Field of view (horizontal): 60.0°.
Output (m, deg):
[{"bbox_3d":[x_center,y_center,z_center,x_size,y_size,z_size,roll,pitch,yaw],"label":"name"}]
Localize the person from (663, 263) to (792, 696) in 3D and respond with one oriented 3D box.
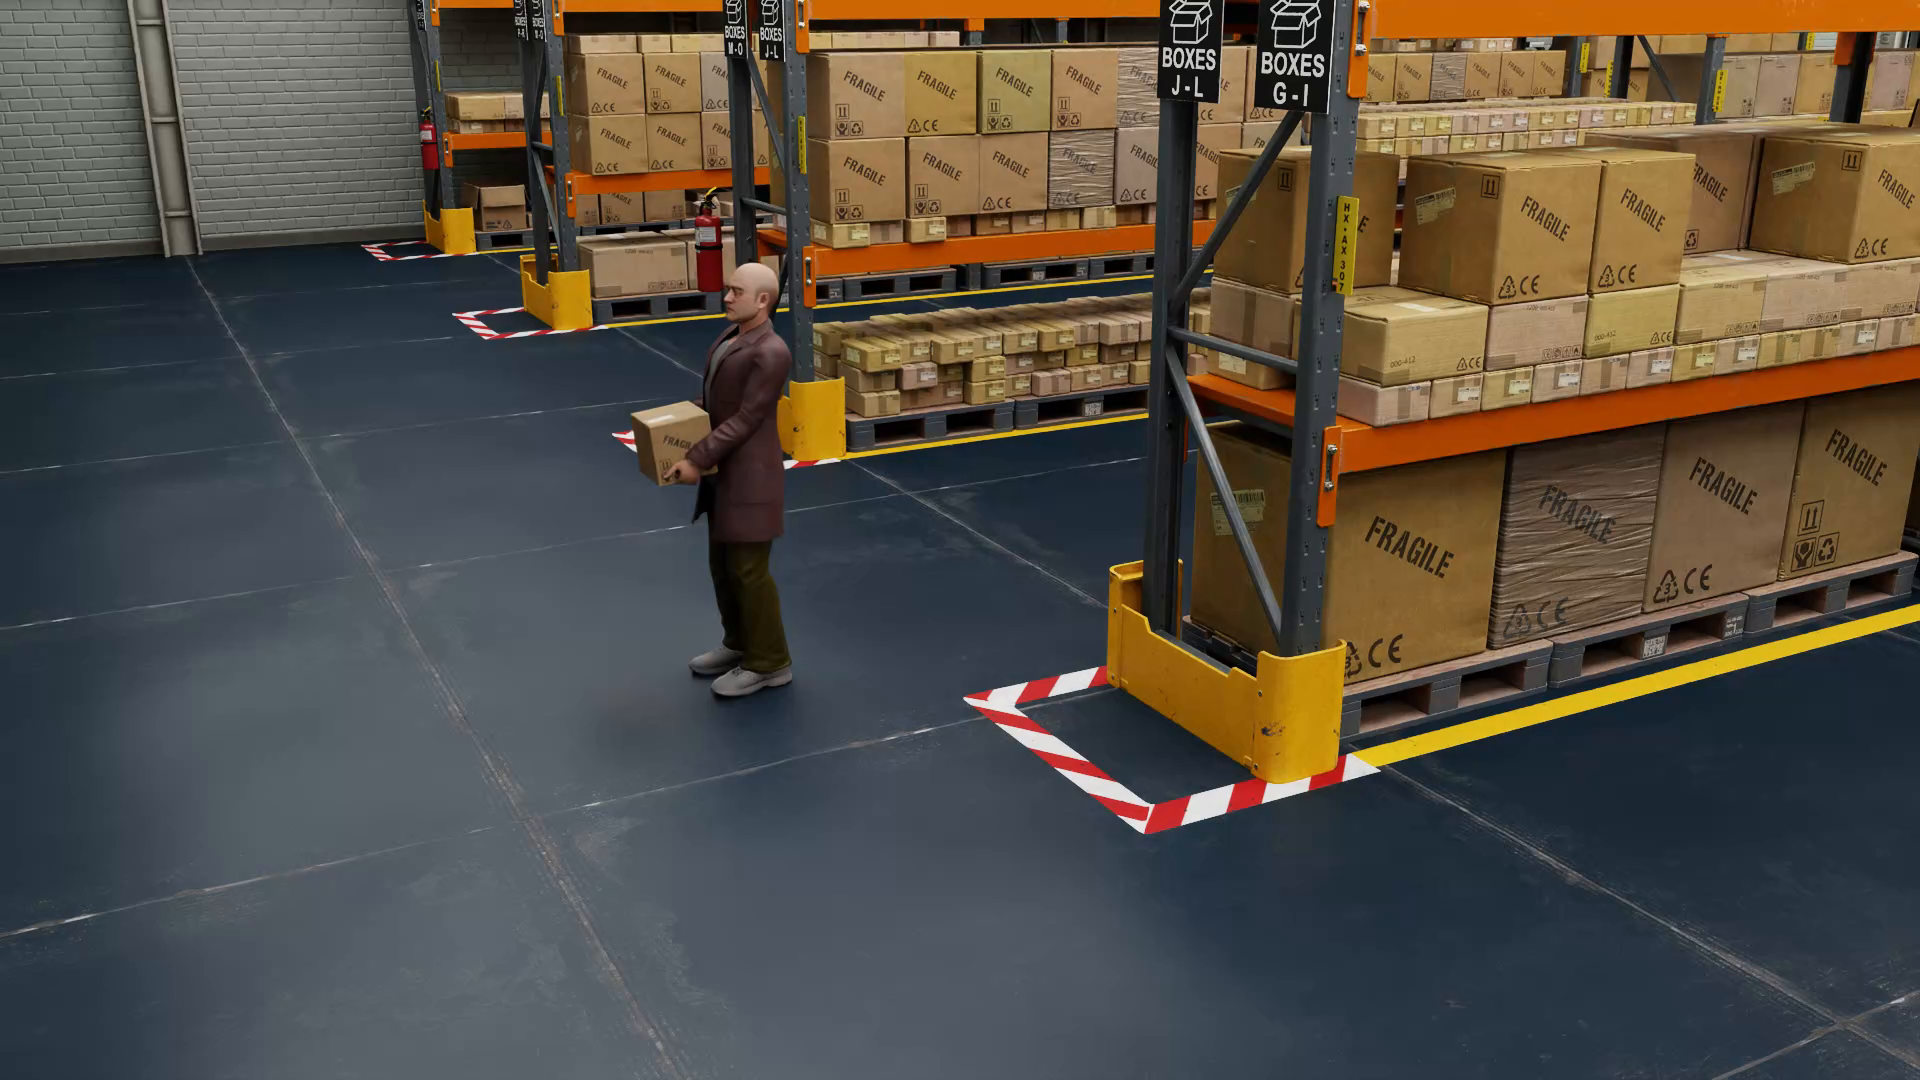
[{"bbox_3d":[-0.982,-0.239,6.820,0.555,1.769,0.529,-9,20,-26],"label":"person"}]
